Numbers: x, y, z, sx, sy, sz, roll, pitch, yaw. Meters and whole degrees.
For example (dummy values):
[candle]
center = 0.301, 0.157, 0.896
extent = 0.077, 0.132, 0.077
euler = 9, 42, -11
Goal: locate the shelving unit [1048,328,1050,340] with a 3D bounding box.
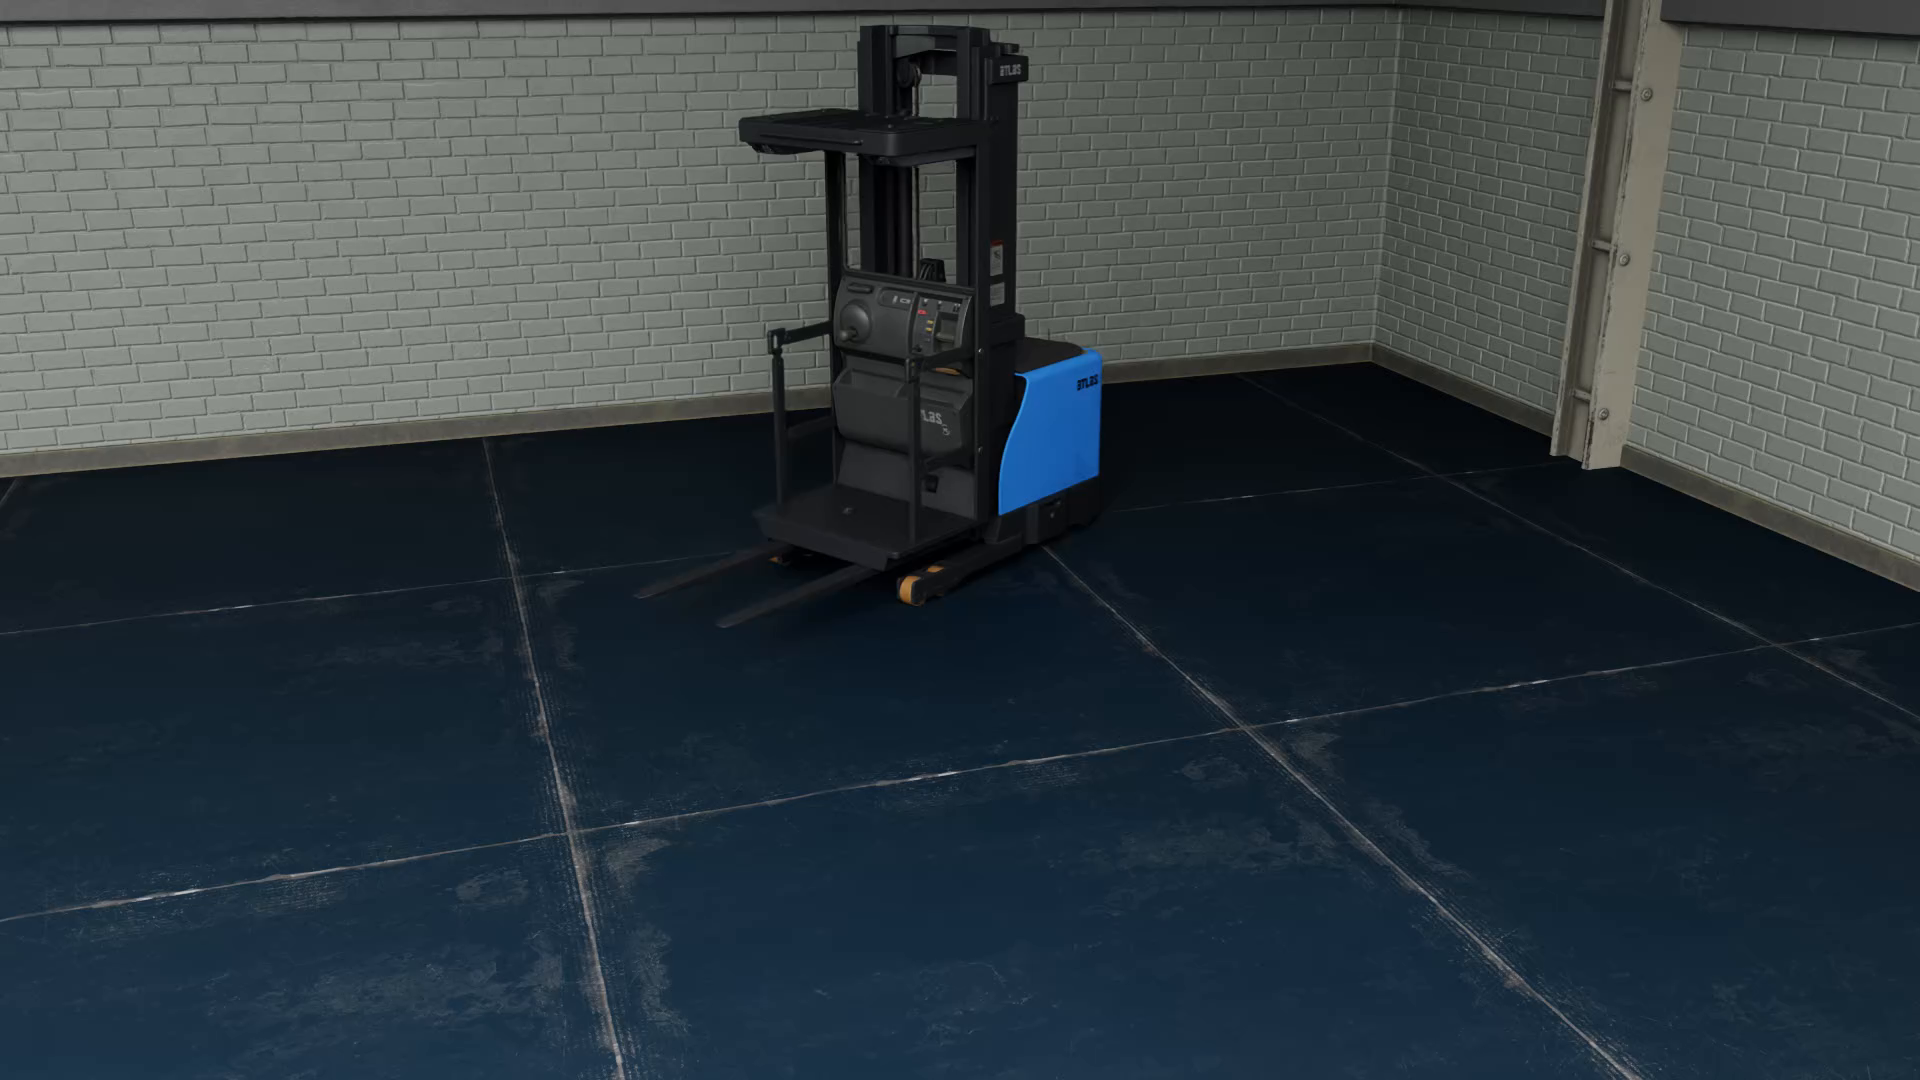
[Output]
[shelving unit]
center = 0.438, -0.818, 10.641
extent = 0.252, 1.050, 0.215
euler = 1, 20, 2

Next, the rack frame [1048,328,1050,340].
[rack frame]
center = 0.560, -0.816, 10.636
extent = 0.008, 1.050, 0.200
euler = 1, 20, 2

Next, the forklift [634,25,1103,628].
[forklift]
center = -0.454, -1.213, 8.959
extent = 1.130, 2.935, 3.031
euler = 15, 25, 36

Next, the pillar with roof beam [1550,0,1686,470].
[pillar with roof beam]
center = 0.227, -4.332, 8.664
extent = 9.100, 9.000, 0.400
euler = -6, 21, -17
